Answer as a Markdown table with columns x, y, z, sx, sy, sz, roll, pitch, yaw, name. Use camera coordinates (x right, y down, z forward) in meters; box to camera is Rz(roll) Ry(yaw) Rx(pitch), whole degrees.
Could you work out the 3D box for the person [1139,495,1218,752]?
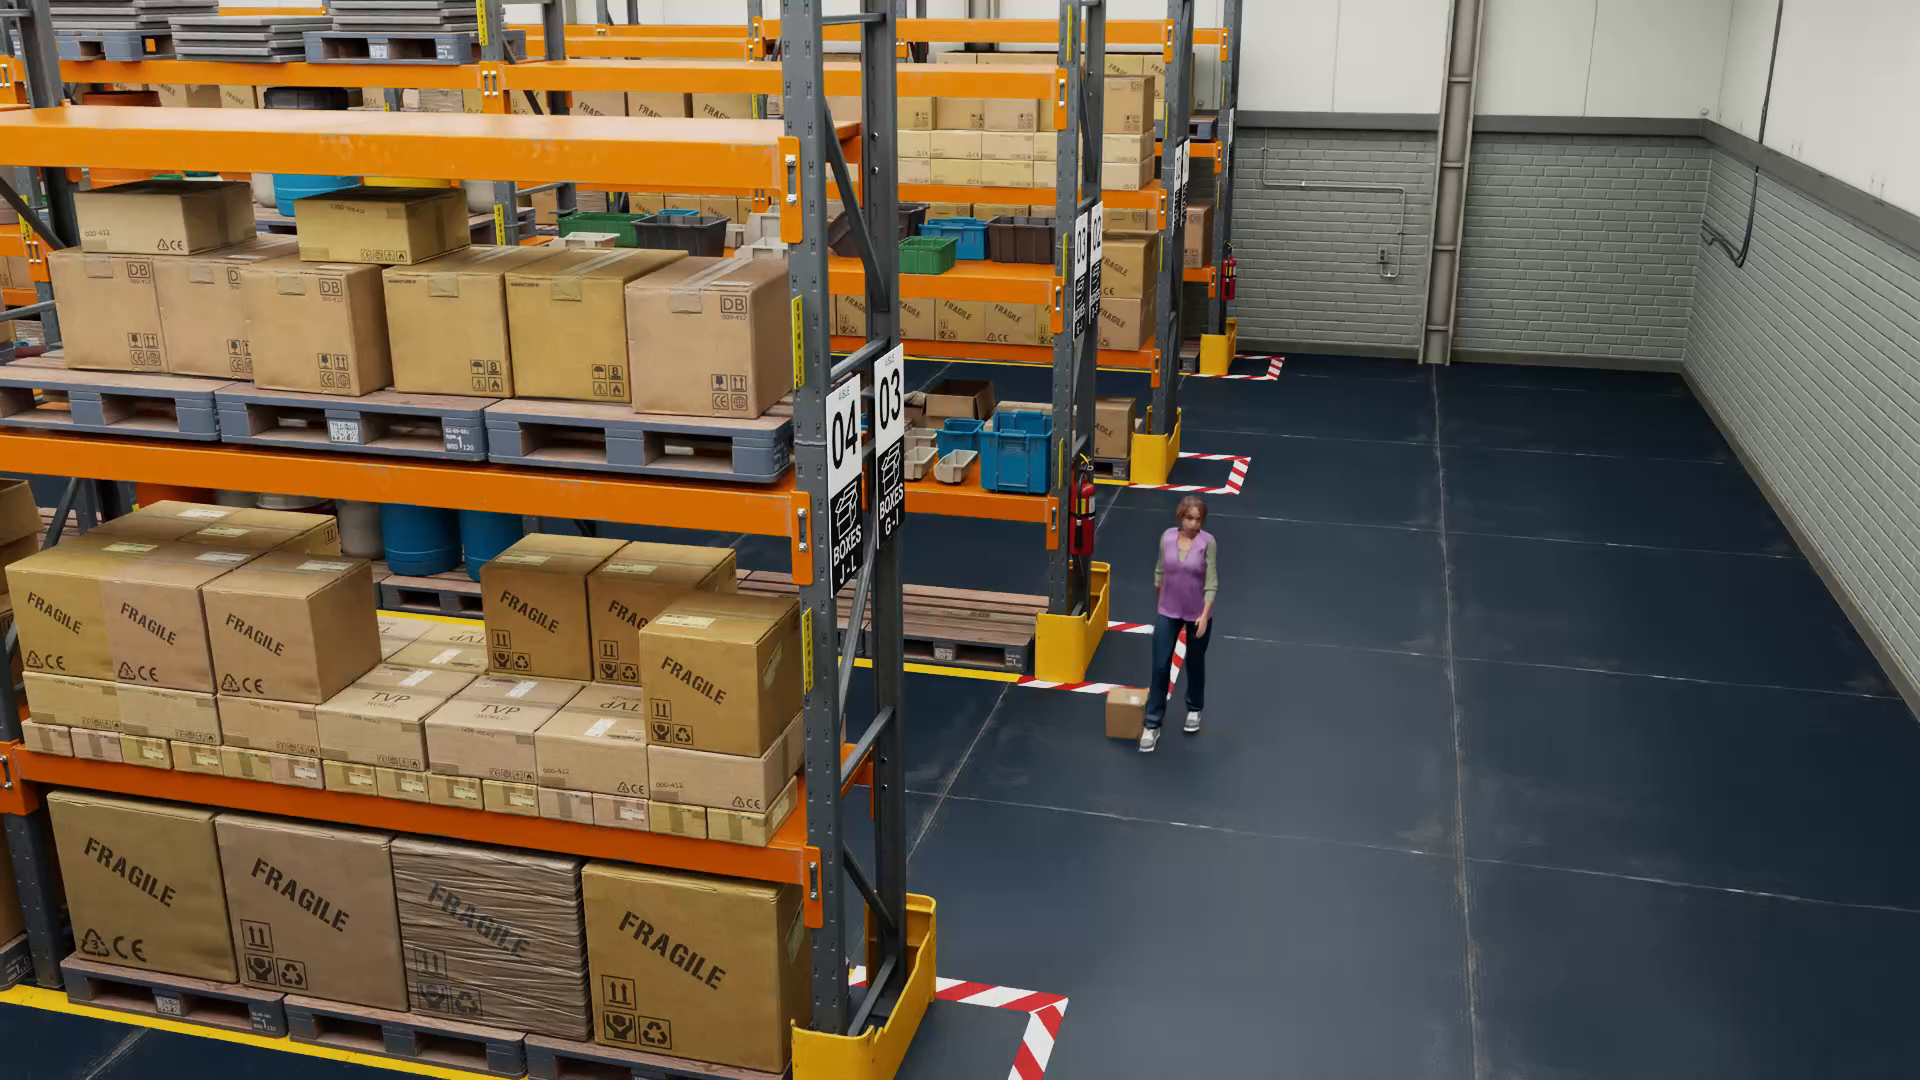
| x | y | z | sx | sy | sz | roll | pitch | yaw | name |
| --- | --- | --- | --- | --- | --- | --- | --- | --- | --- |
| 1.402 | 0.518 | 10.521 | 0.436 | 1.590 | 0.646 | 5 | 19 | 16 | person |
